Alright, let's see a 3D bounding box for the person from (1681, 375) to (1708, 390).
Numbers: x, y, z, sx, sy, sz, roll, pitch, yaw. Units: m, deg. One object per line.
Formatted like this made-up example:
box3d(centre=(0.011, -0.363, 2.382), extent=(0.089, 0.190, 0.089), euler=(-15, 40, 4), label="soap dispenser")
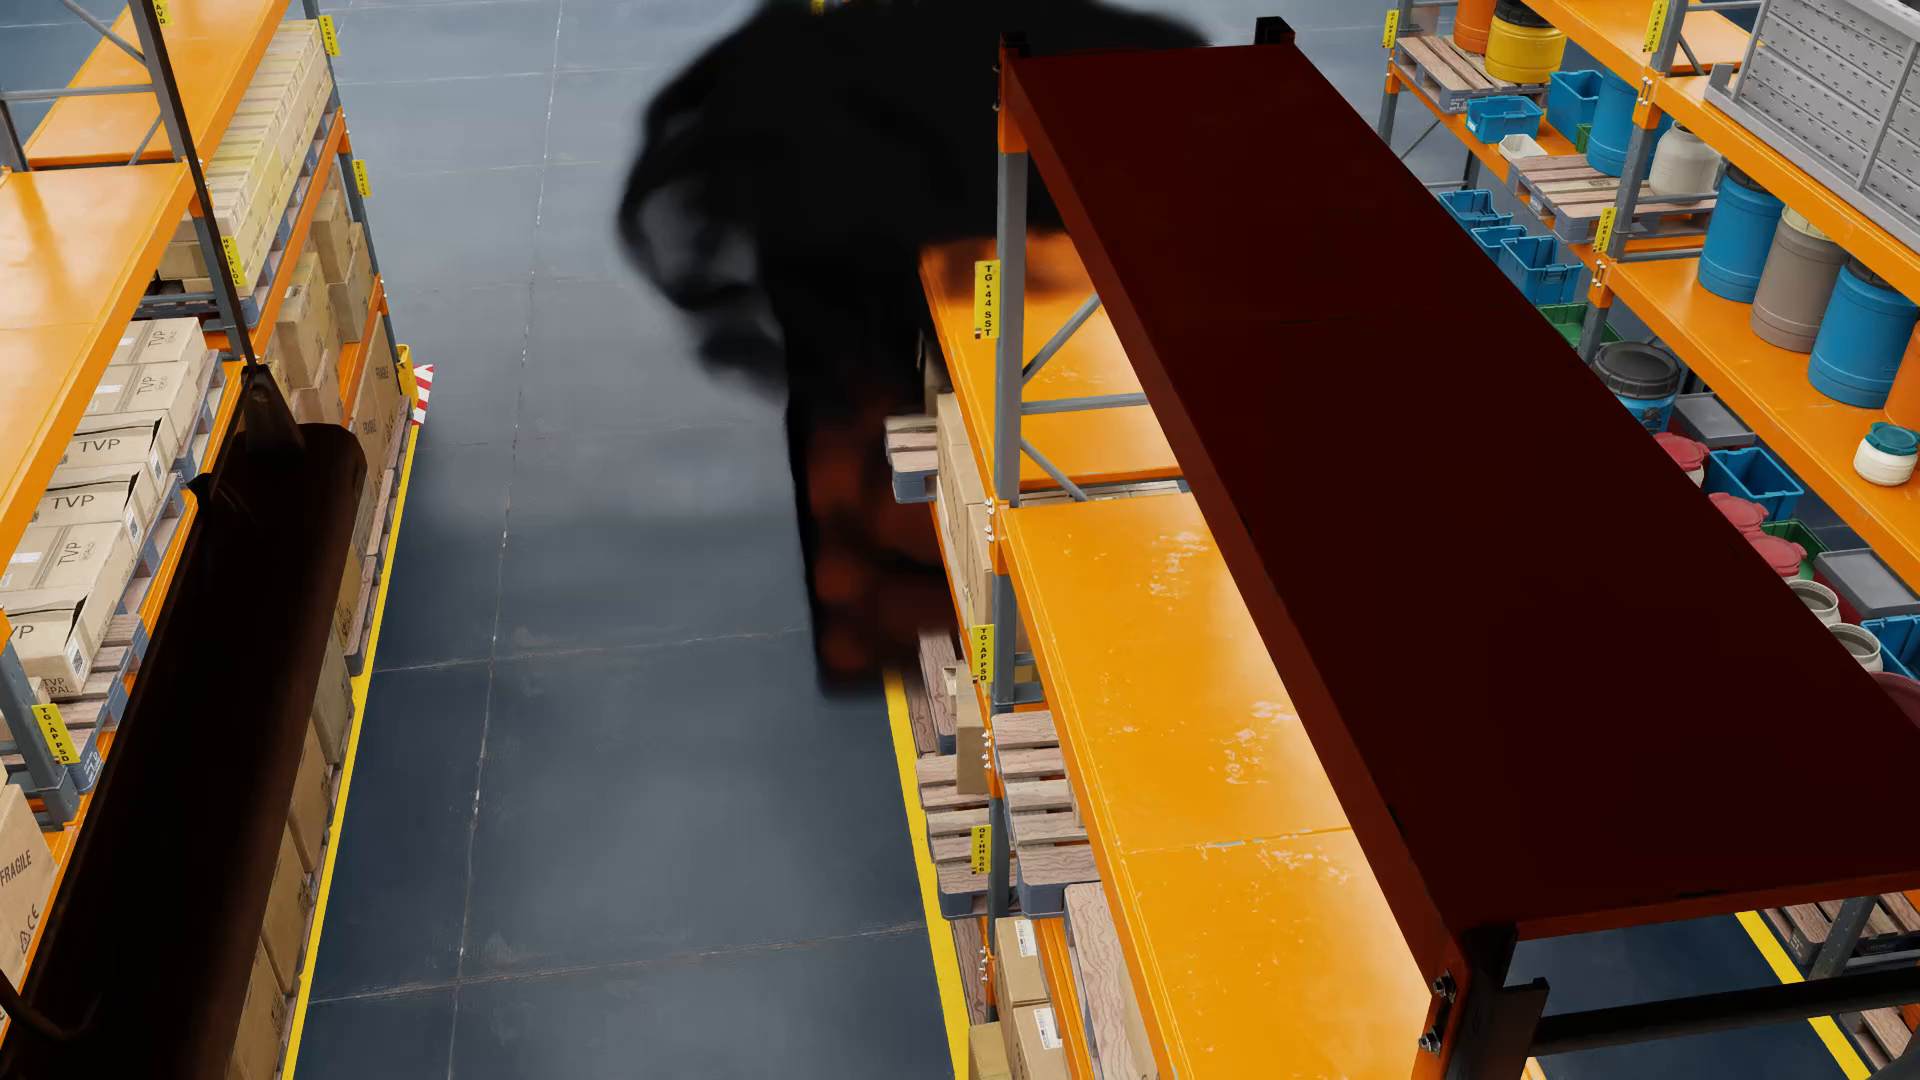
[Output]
box3d(centre=(6.206, -1.417, 13.583), extent=(0.580, 1.698, 0.645), euler=(0, 36, 0), label="person")
